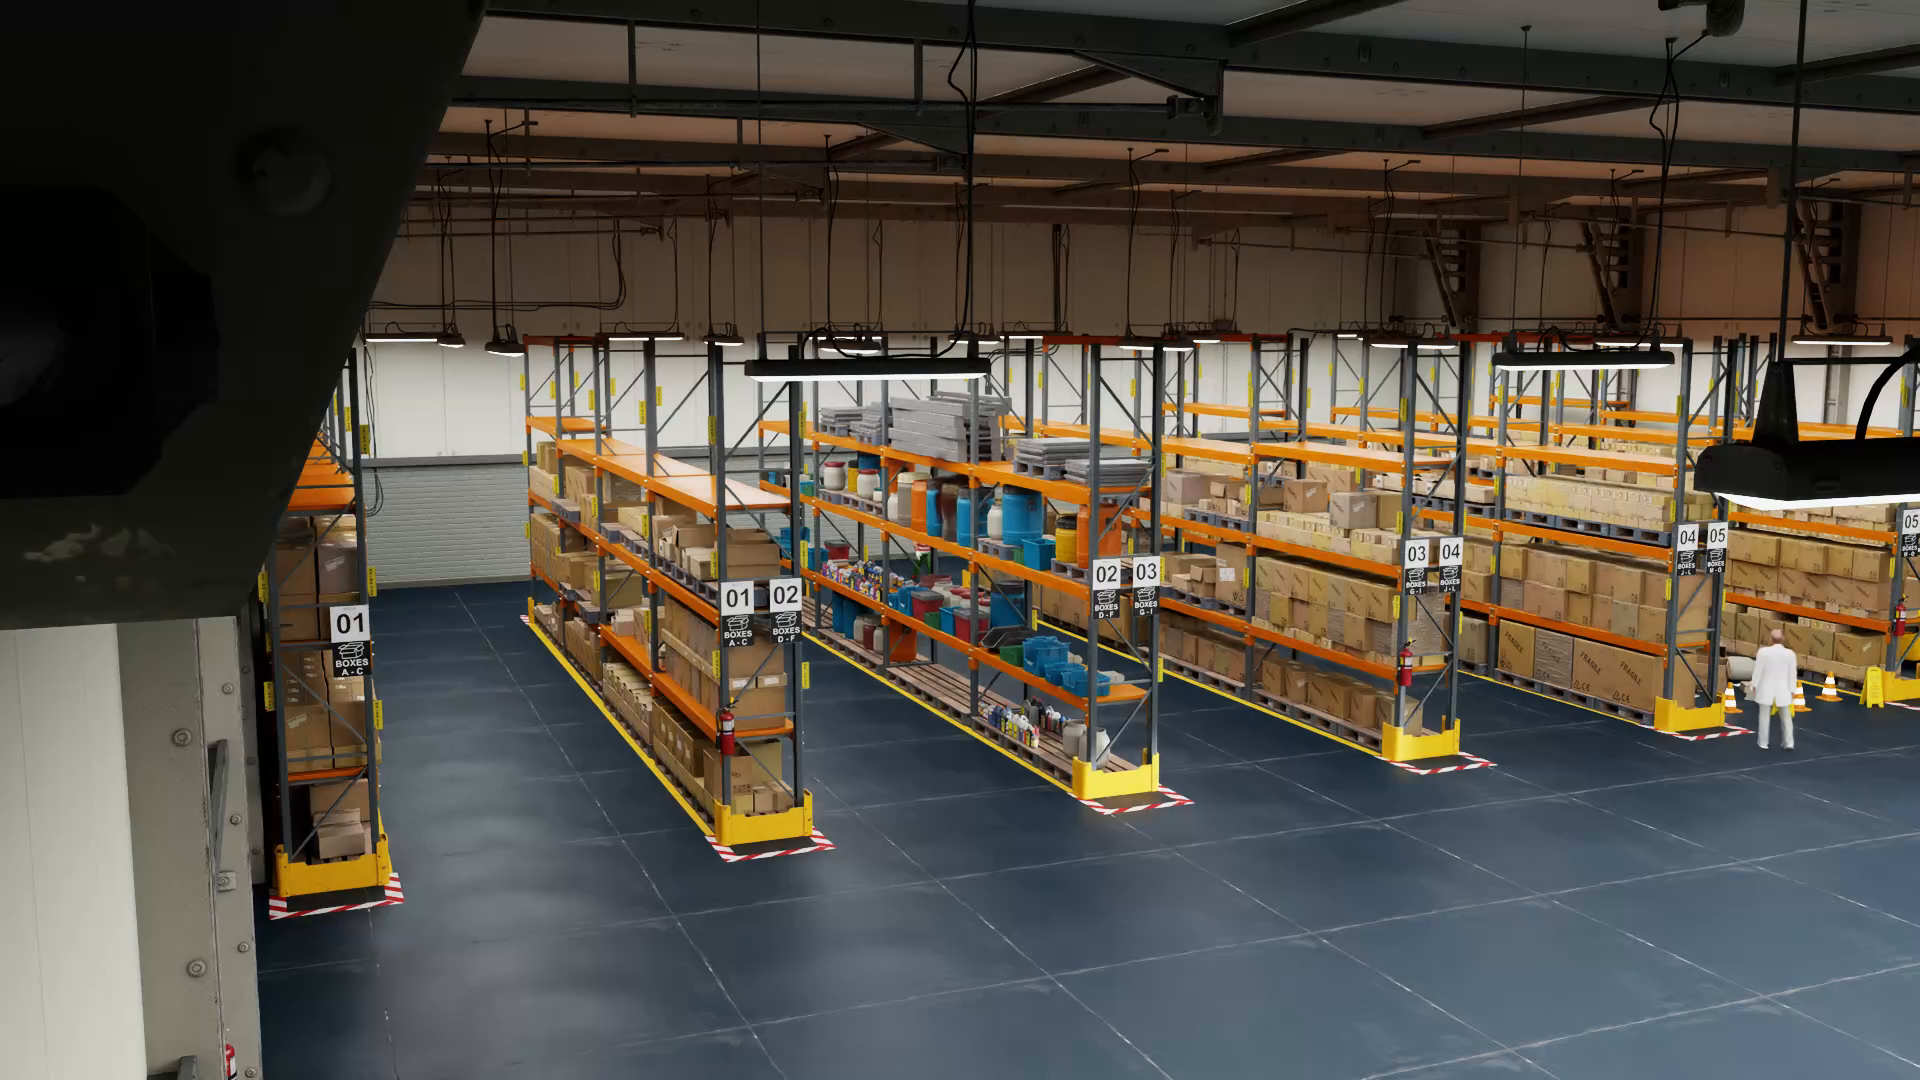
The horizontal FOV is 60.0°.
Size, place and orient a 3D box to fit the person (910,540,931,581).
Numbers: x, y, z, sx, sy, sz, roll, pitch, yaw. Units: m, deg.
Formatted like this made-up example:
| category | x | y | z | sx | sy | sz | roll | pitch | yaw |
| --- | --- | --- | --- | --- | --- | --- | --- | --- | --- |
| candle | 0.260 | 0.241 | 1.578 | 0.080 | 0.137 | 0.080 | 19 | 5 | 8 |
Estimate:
| category | x | y | z | sx | sy | sz | roll | pitch | yaw |
| --- | --- | --- | --- | --- | --- | --- | --- | --- | --- |
| person | -0.819 | 0.307 | 38.650 | 0.600 | 1.759 | 0.887 | -7 | 11 | -44 |

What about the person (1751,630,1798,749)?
| category | x | y | z | sx | sy | sz | roll | pitch | yaw |
| --- | --- | --- | --- | --- | --- | --- | --- | --- | --- |
| person | 12.028 | 2.214 | 24.579 | 0.612 | 1.827 | 0.447 | 3 | 8 | 19 |
